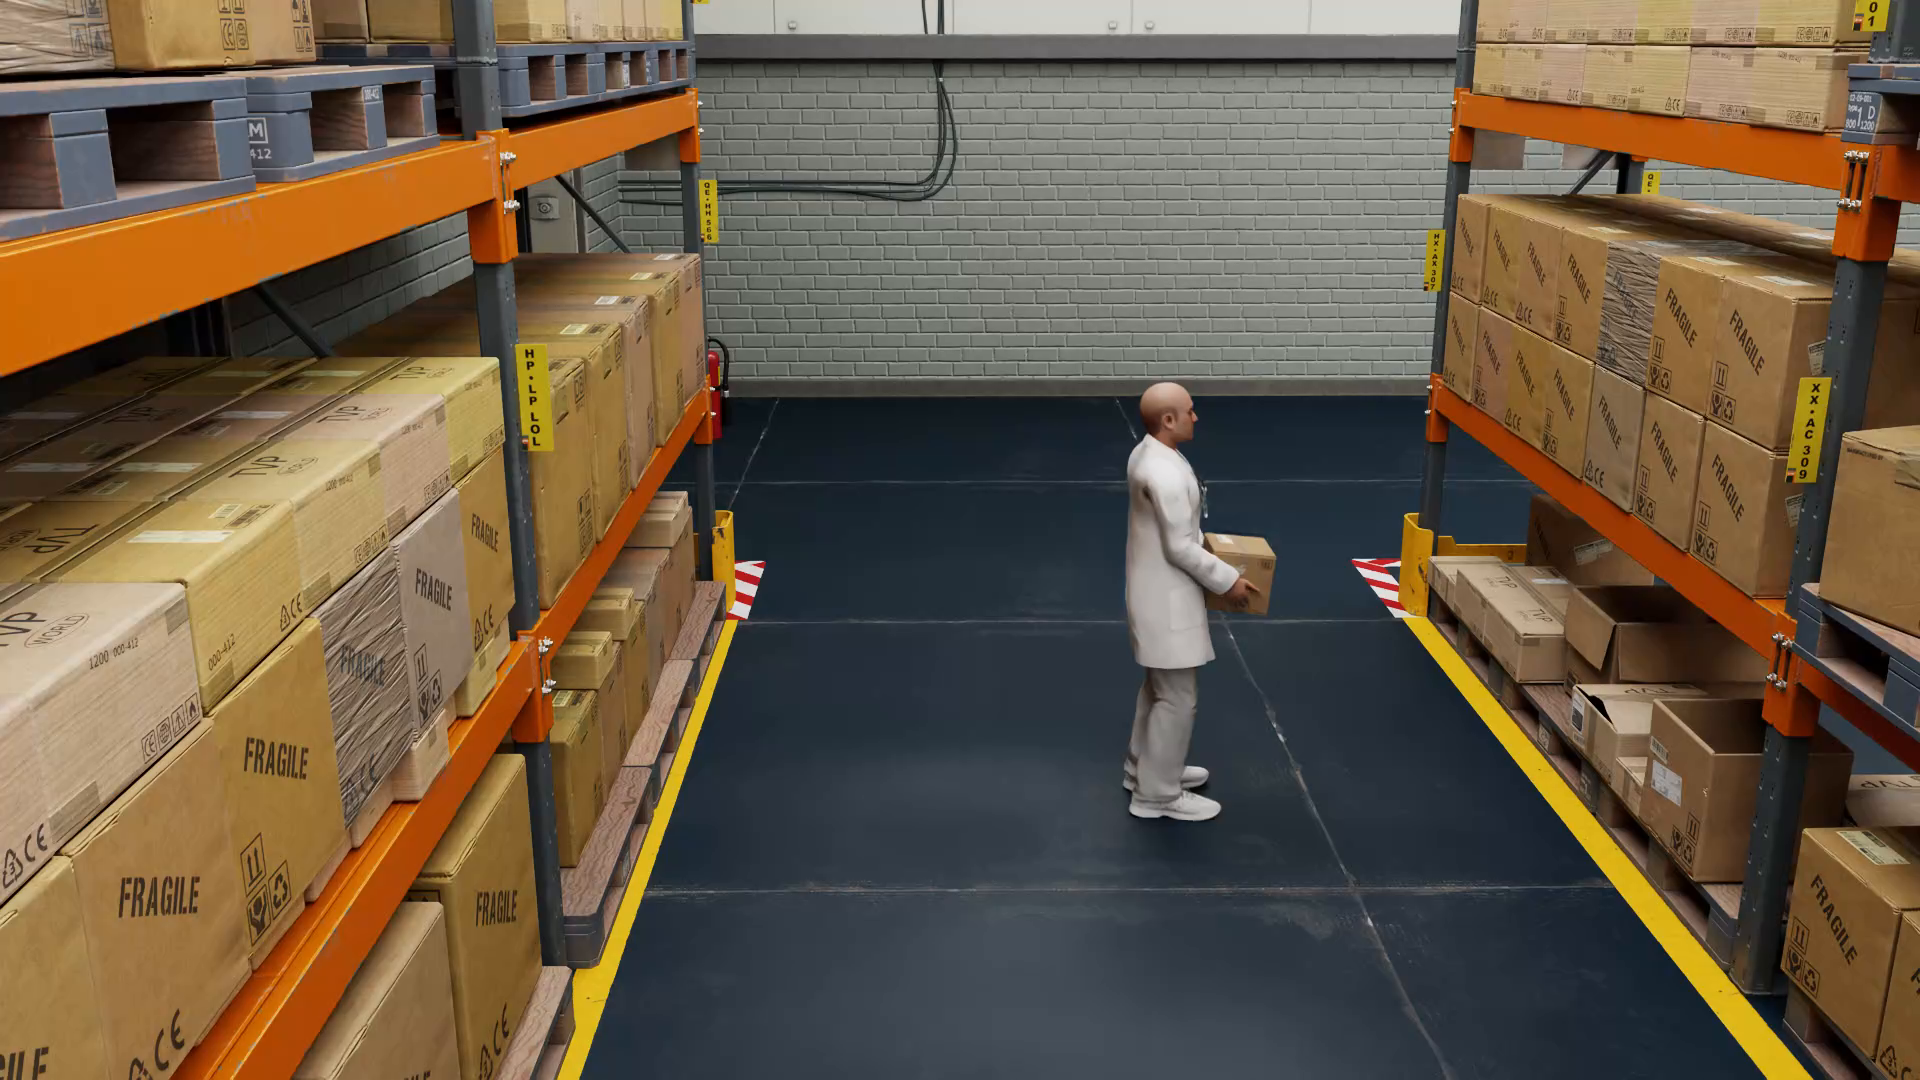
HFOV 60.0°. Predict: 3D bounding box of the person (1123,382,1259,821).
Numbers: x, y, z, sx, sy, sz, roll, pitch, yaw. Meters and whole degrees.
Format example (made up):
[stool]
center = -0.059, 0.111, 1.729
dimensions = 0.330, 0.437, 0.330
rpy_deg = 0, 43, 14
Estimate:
[person]
center = 0.931, 0.239, 6.766
dimensions = 0.517, 1.782, 0.559
rpy_deg = 0, 17, -1
